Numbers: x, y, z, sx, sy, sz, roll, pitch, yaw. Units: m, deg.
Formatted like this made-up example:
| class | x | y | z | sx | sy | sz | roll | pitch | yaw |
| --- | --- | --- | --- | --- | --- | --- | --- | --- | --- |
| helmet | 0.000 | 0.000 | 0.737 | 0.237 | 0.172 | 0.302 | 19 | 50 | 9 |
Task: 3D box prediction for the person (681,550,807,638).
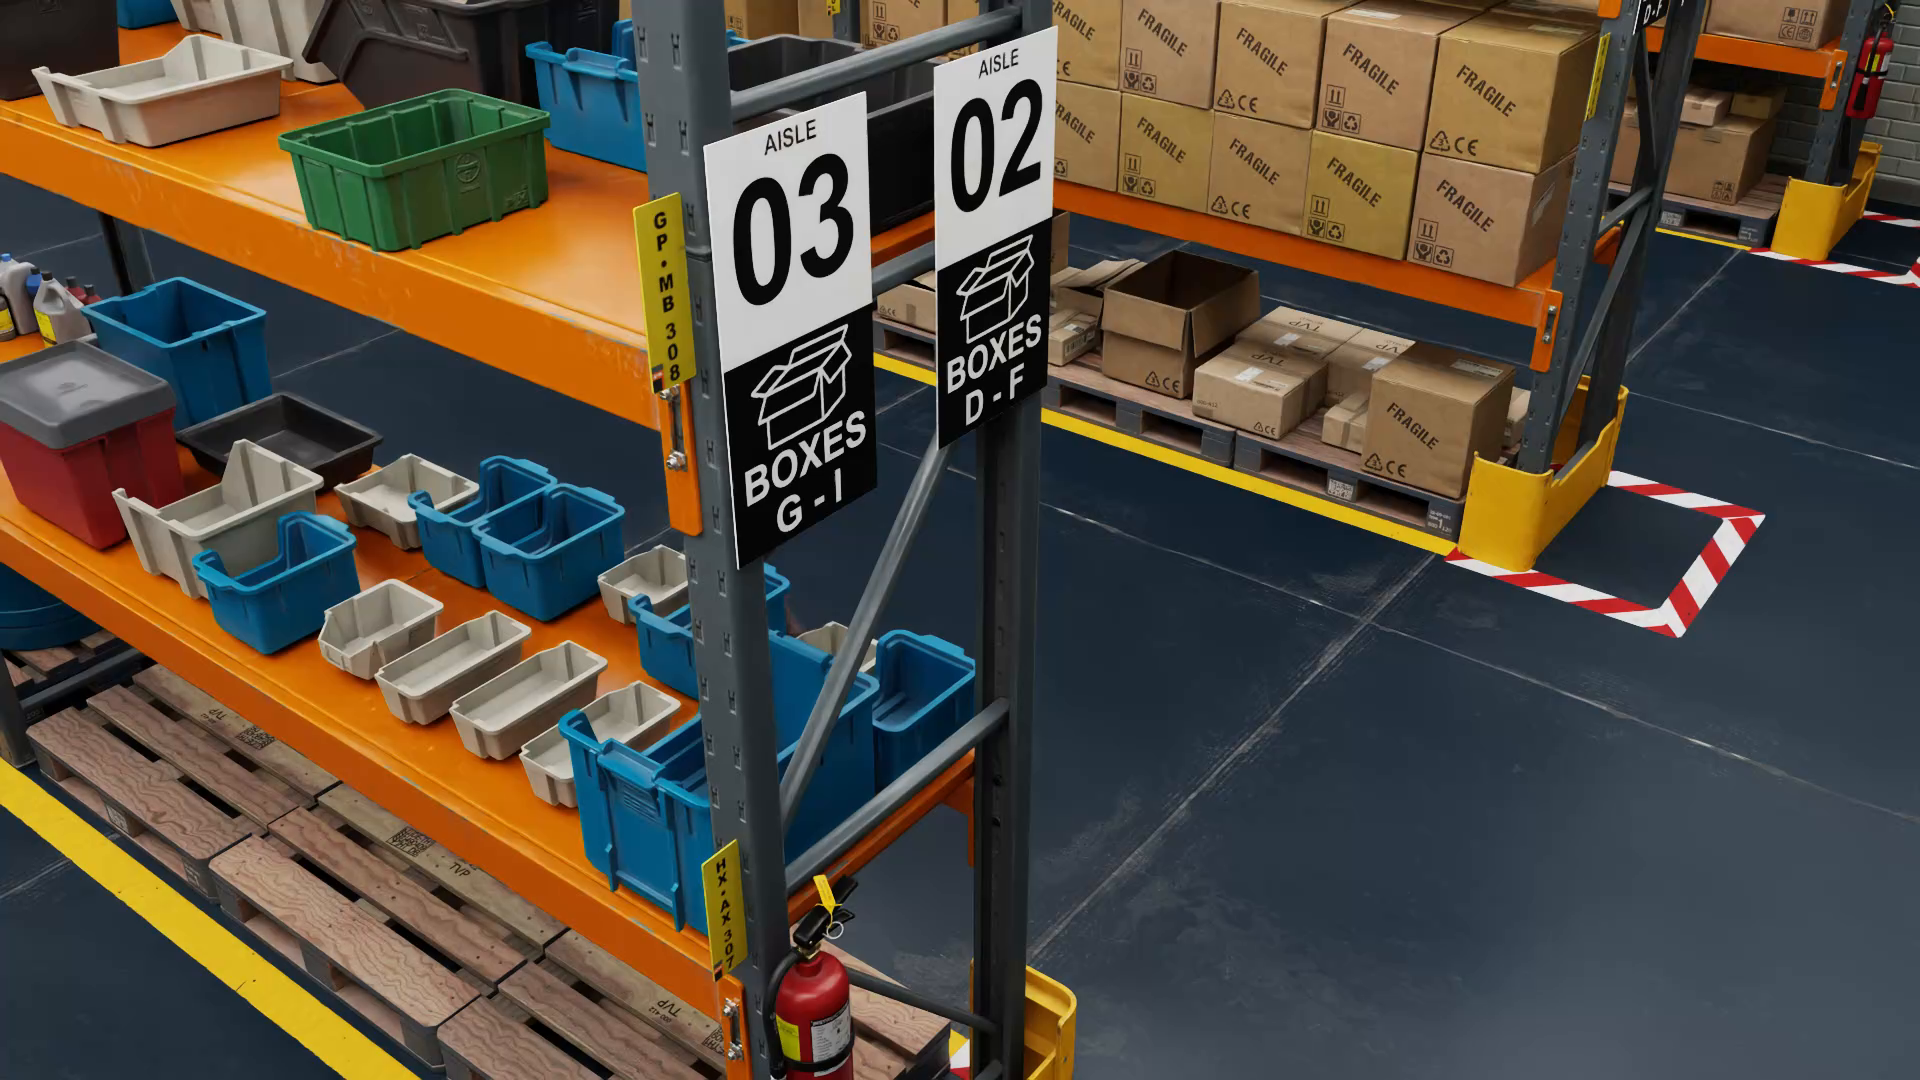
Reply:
| class | x | y | z | sx | sy | sz | roll | pitch | yaw |
| --- | --- | --- | --- | --- | --- | --- | --- | --- | --- |
| person | -0.805 | -0.046 | 6.200 | 0.444 | 1.709 | 0.600 | 8 | 32 | 13 |
